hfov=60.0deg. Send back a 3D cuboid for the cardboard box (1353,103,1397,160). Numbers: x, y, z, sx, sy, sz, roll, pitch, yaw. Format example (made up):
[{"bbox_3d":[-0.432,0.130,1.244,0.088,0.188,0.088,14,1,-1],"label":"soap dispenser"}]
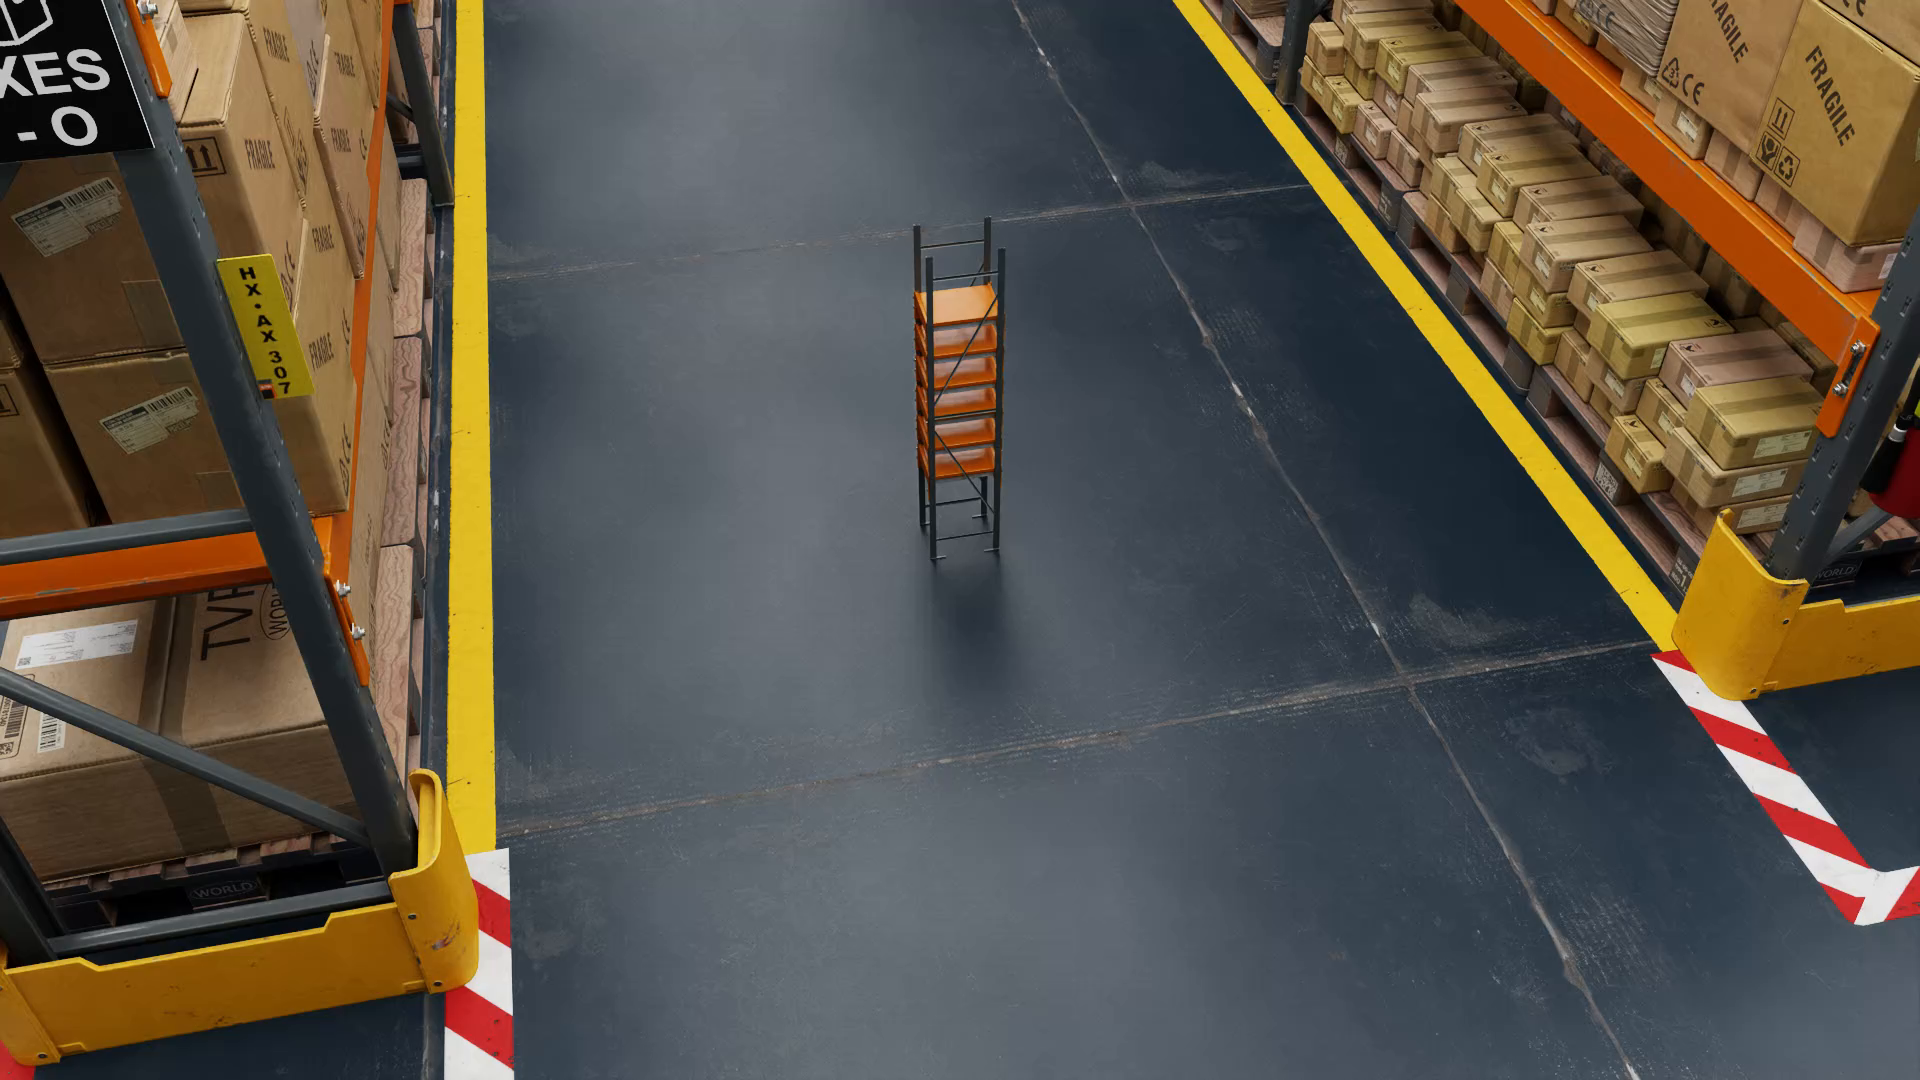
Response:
[{"bbox_3d":[1.982,-1.832,7.386,0.380,0.149,0.250,-9,42,-9],"label":"cardboard box"}]

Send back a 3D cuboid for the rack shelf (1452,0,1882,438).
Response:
[{"bbox_3d":[2.487,-1.784,6.042,1.077,0.370,4.000,-8,42,-9],"label":"rack shelf"}]

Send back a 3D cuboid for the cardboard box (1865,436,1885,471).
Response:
[{"bbox_3d":[3.056,-0.335,5.475,0.380,0.149,0.250,-7,42,-7],"label":"cardboard box"}]

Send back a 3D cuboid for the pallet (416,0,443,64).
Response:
[{"bbox_3d":[-3.264,-2.814,8.761,1.003,0.211,1.213,-8,42,-9],"label":"pallet"}]

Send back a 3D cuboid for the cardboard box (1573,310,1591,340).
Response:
[{"bbox_3d":[2.454,-0.786,5.983,0.380,0.149,0.250,-9,42,-10],"label":"cardboard box"}]

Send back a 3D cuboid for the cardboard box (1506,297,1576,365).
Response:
[{"bbox_3d":[2.291,-0.809,6.233,0.380,0.149,0.250,-10,43,-11],"label":"cardboard box"}]

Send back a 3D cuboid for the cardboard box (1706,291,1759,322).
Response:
[{"bbox_3d":[2.963,-0.849,6.054,0.380,0.149,0.250,-7,42,-8],"label":"cardboard box"}]

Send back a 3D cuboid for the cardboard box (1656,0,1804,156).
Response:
[{"bbox_3d":[2.464,-1.495,4.875,0.500,0.500,0.500,-9,42,-10],"label":"cardboard box"}]

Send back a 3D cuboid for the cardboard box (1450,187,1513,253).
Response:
[{"bbox_3d":[2.164,-1.274,6.533,0.380,0.149,0.250,-8,42,-9],"label":"cardboard box"}]

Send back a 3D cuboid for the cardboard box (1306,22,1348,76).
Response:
[{"bbox_3d":[1.821,-2.271,7.656,0.380,0.149,0.250,-7,42,-7],"label":"cardboard box"}]

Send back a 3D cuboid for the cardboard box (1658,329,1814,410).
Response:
[{"bbox_3d":[2.558,-0.548,5.491,0.380,0.149,0.250,-8,42,-8],"label":"cardboard box"}]

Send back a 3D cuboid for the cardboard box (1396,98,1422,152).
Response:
[{"bbox_3d":[2.106,-1.792,7.116,0.380,0.149,0.250,-10,43,-11],"label":"cardboard box"}]

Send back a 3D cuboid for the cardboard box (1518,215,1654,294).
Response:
[{"bbox_3d":[2.272,-1.041,6.046,0.380,0.149,0.250,-7,42,-8],"label":"cardboard box"}]

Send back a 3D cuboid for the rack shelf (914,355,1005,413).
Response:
[{"bbox_3d":[-0.003,-0.515,5.312,0.258,0.103,0.180,-8,42,-9],"label":"rack shelf"}]

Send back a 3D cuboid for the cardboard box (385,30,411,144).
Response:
[{"bbox_3d":[-2.969,-2.328,7.397,0.875,0.875,0.875,-7,42,-8],"label":"cardboard box"}]

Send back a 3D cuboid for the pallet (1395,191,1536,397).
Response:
[{"bbox_3d":[2.501,-1.084,6.812,1.003,0.211,1.213,-8,42,-9],"label":"pallet"}]

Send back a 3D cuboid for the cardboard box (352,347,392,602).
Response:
[{"bbox_3d":[-2.339,-0.186,5.314,0.875,0.438,0.875,-7,42,-8],"label":"cardboard box"}]

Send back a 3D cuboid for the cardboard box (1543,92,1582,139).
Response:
[{"bbox_3d":[2.669,-1.808,6.910,0.380,0.149,0.250,-10,43,-11],"label":"cardboard box"}]

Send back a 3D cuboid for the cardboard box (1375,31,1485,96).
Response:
[{"bbox_3d":[2.031,-2.066,7.201,0.380,0.149,0.250,-9,42,-10],"label":"cardboard box"}]

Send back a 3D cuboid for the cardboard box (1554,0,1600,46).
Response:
[{"bbox_3d":[2.307,-1.851,5.765,0.380,0.149,0.250,-8,42,-9],"label":"cardboard box"}]

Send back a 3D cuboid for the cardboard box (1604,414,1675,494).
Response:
[{"bbox_3d":[2.447,-0.311,5.672,0.380,0.149,0.250,-7,42,-8],"label":"cardboard box"}]

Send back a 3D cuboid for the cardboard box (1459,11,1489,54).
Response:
[{"bbox_3d":[2.480,-2.310,7.476,0.380,0.149,0.250,-8,42,-9],"label":"cardboard box"}]

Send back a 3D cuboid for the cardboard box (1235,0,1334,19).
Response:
[{"bbox_3d":[1.649,-3.016,8.454,0.500,0.500,0.500,-9,42,-10],"label":"cardboard box"}]

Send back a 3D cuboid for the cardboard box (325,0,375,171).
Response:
[{"bbox_3d":[-2.069,-1.350,4.936,0.500,0.500,0.500,-7,42,-8],"label":"cardboard box"}]

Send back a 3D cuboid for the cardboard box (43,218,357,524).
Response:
[{"bbox_3d":[-1.716,-0.372,3.834,0.500,0.500,0.500,-9,42,-10],"label":"cardboard box"}]

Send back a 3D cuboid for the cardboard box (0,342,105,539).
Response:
[{"bbox_3d":[-2.256,-0.294,3.747,0.500,0.500,0.500,-8,42,-9],"label":"cardboard box"}]

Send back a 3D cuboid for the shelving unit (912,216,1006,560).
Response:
[{"bbox_3d":[-0.003,-0.458,5.362,0.258,1.200,0.189,-8,42,-9],"label":"shelving unit"}]

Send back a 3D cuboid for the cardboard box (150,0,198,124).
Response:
[{"bbox_3d":[-1.700,-0.906,3.194,0.380,0.149,0.250,-8,42,-8],"label":"cardboard box"}]

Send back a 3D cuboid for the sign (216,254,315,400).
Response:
[{"bbox_3d":[-1.350,-0.411,3.242,0.100,0.325,0.005,-8,42,-9],"label":"sign"}]

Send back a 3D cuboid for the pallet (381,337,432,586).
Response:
[{"bbox_3d":[-2.402,-0.236,5.856,1.003,0.211,1.213,-8,42,-9],"label":"pallet"}]

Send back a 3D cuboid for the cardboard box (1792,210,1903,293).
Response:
[{"bbox_3d":[2.572,-0.834,4.619,0.380,0.149,0.250,-8,42,-9],"label":"cardboard box"}]

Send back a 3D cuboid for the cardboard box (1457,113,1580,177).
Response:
[{"bbox_3d":[2.224,-1.559,6.630,0.380,0.149,0.250,-10,43,-11],"label":"cardboard box"}]

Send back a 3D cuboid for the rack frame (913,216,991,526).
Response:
[{"bbox_3d":[-0.023,-0.517,5.429,0.240,1.200,0.006,-8,42,-9],"label":"rack frame"}]

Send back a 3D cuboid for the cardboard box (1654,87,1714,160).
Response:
[{"bbox_3d":[2.408,-1.323,5.170,0.380,0.149,0.250,-7,42,-8],"label":"cardboard box"}]

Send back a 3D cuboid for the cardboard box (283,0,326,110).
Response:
[{"bbox_3d":[-1.956,-1.412,4.252,0.500,0.500,0.500,-9,42,-10],"label":"cardboard box"}]

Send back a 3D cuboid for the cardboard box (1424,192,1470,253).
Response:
[{"bbox_3d":[2.140,-1.323,6.812,0.380,0.149,0.250,-9,42,-10],"label":"cardboard box"}]

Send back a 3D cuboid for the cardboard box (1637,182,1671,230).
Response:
[{"bbox_3d":[2.834,-1.309,6.348,0.380,0.149,0.250,-8,42,-9],"label":"cardboard box"}]

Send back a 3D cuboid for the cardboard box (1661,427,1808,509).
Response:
[{"bbox_3d":[2.526,-0.260,5.391,0.380,0.149,0.250,-9,42,-10],"label":"cardboard box"}]

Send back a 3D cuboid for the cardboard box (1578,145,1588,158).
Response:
[{"bbox_3d":[2.650,-1.533,6.824,0.380,0.149,0.250,-10,43,-11],"label":"cardboard box"}]

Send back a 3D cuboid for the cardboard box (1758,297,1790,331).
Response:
[{"bbox_3d":[3.031,-0.802,5.777,0.380,0.149,0.250,-8,42,-9],"label":"cardboard box"}]

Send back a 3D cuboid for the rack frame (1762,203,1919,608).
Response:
[{"bbox_3d":[2.918,-0.757,4.343,1.000,3.000,0.127,-8,42,-9],"label":"rack frame"}]

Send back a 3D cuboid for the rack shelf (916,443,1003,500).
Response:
[{"bbox_3d":[-0.003,-0.245,5.551,0.258,0.103,0.180,-8,42,-9],"label":"rack shelf"}]

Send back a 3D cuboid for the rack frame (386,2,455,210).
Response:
[{"bbox_3d":[-2.757,-2.575,6.391,1.000,3.000,0.127,-8,42,-9],"label":"rack frame"}]
